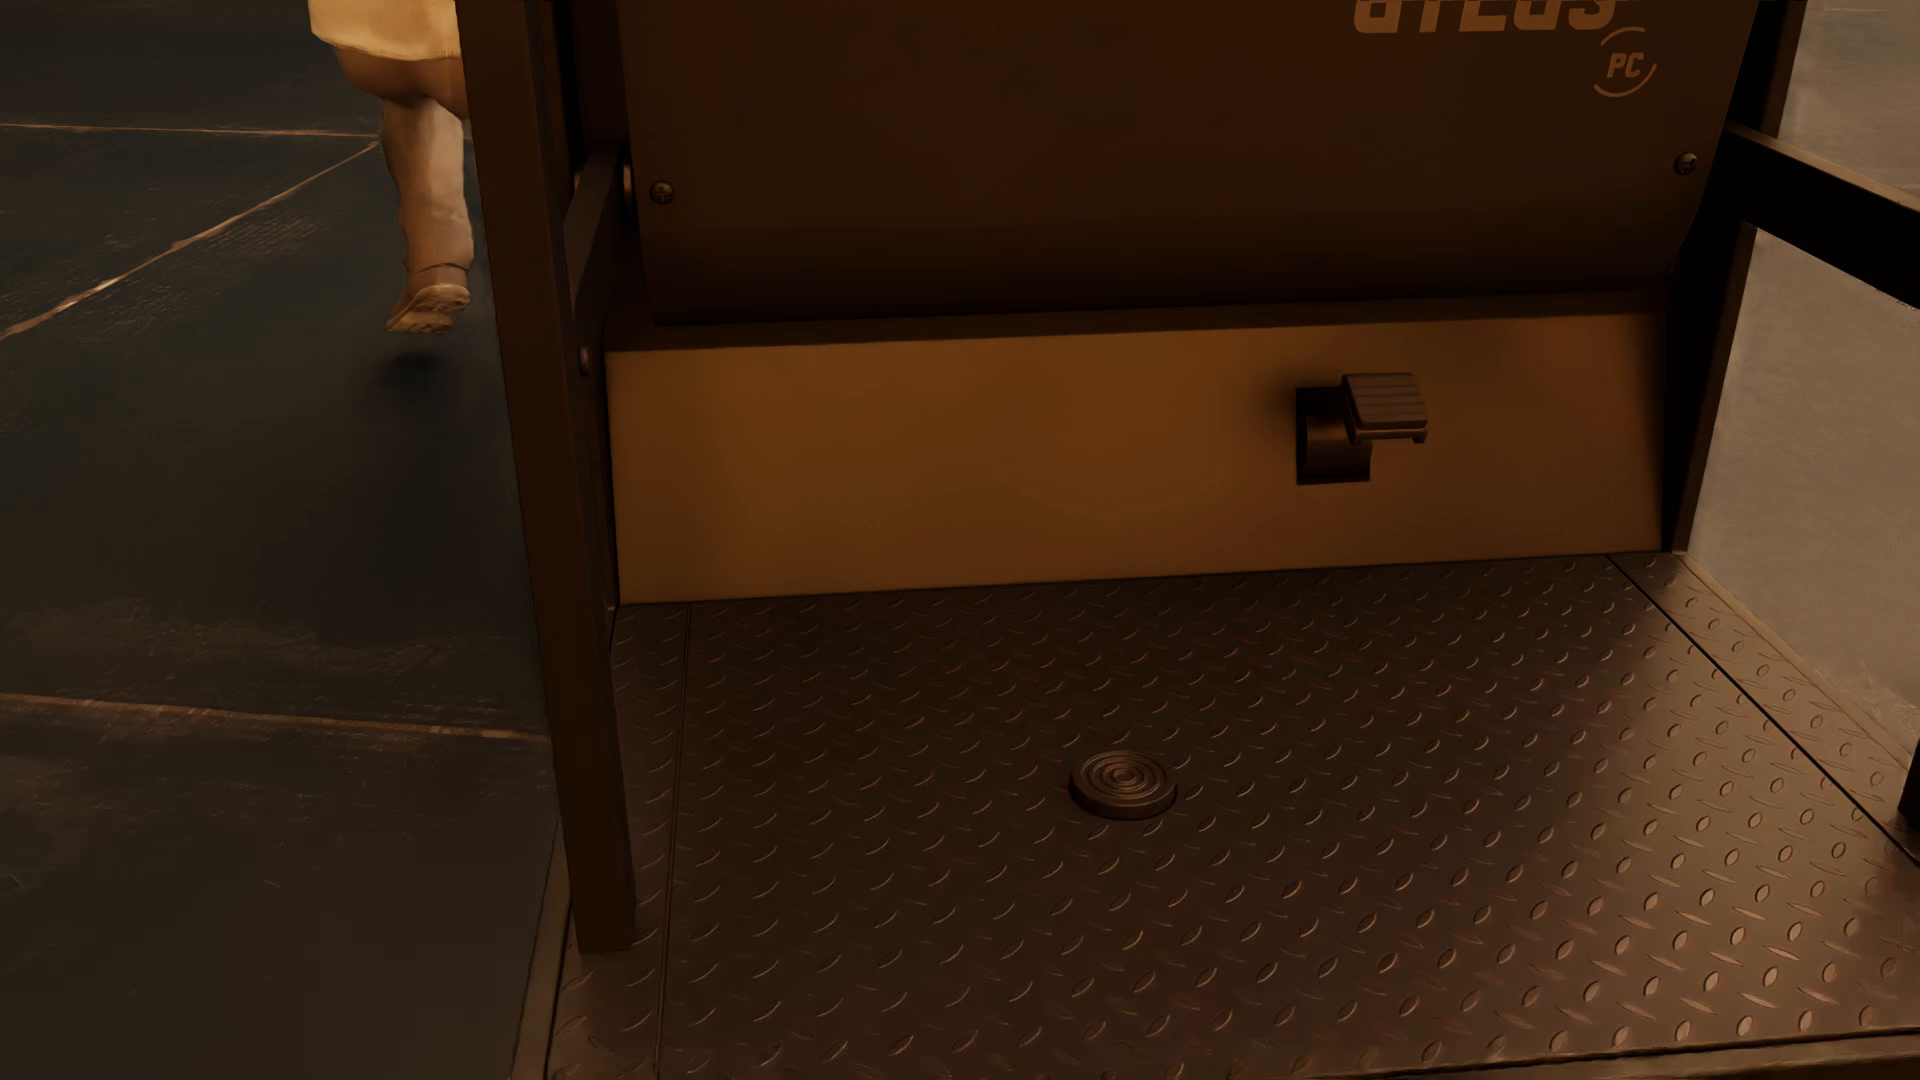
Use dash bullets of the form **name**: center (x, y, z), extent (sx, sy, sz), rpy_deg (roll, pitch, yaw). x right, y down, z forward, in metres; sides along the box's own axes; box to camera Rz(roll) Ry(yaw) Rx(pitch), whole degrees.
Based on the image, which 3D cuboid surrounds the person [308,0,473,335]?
- **person**: center (-0.725, -0.941, 2.800), extent (0.916, 1.455, 0.737), rpy_deg (11, 29, 21)

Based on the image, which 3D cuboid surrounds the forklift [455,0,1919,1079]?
- **forklift**: center (0.217, -0.862, 0.945), extent (1.130, 2.935, 3.031), rpy_deg (-3, 27, -6)
